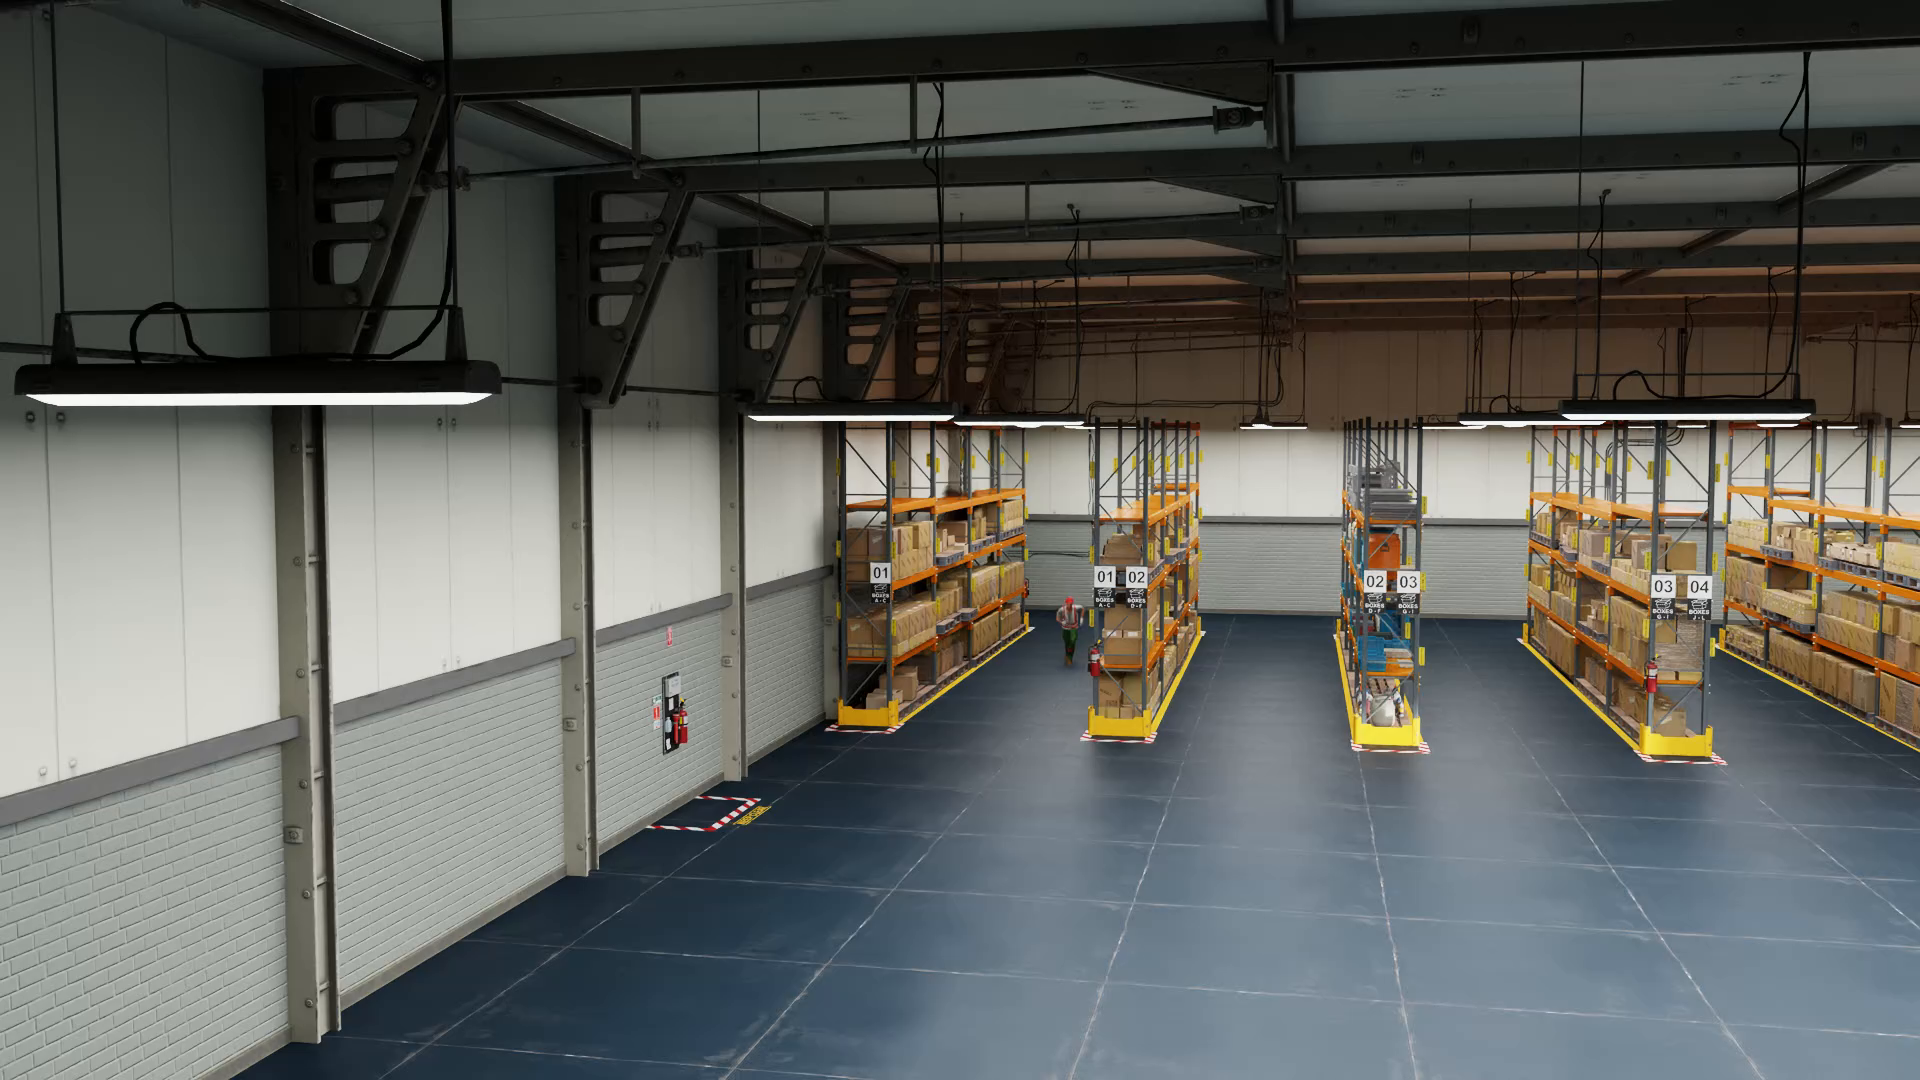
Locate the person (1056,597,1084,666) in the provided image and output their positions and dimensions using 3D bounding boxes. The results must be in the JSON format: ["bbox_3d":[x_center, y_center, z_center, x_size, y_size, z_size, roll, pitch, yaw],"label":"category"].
[{"bbox_3d":[2.712,2.239,41.067,0.706,1.732,1.048,0,4,2],"label":"person"}]

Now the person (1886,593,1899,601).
[{"bbox_3d":[24.857,1.900,44.674,0.889,1.793,0.663,1,4,22],"label":"person"}]
